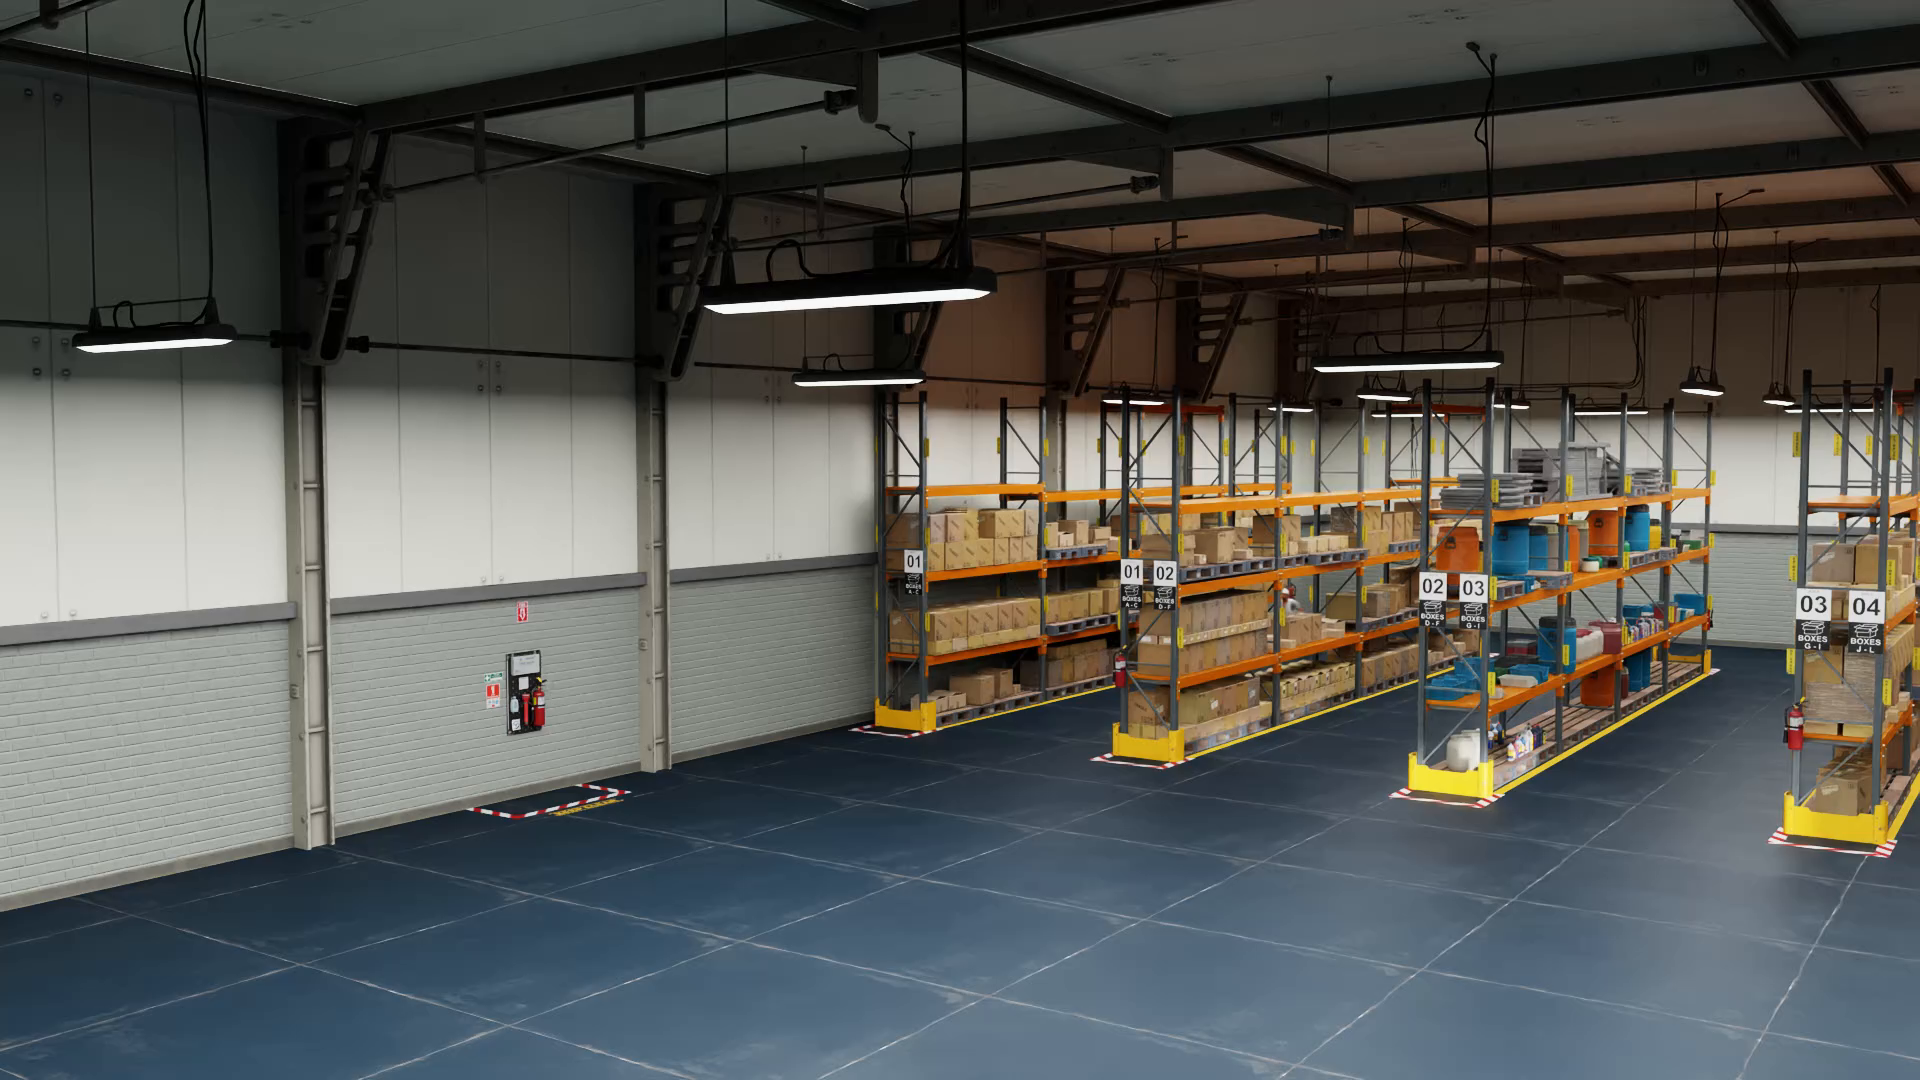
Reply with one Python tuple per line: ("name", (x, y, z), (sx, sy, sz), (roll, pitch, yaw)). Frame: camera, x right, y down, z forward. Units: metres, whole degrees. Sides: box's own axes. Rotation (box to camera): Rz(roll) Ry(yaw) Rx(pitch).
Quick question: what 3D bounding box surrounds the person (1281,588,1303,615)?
("person", (7.783, 1.978, 39.428), (0.685, 1.686, 0.642), (3, 4, 41))
